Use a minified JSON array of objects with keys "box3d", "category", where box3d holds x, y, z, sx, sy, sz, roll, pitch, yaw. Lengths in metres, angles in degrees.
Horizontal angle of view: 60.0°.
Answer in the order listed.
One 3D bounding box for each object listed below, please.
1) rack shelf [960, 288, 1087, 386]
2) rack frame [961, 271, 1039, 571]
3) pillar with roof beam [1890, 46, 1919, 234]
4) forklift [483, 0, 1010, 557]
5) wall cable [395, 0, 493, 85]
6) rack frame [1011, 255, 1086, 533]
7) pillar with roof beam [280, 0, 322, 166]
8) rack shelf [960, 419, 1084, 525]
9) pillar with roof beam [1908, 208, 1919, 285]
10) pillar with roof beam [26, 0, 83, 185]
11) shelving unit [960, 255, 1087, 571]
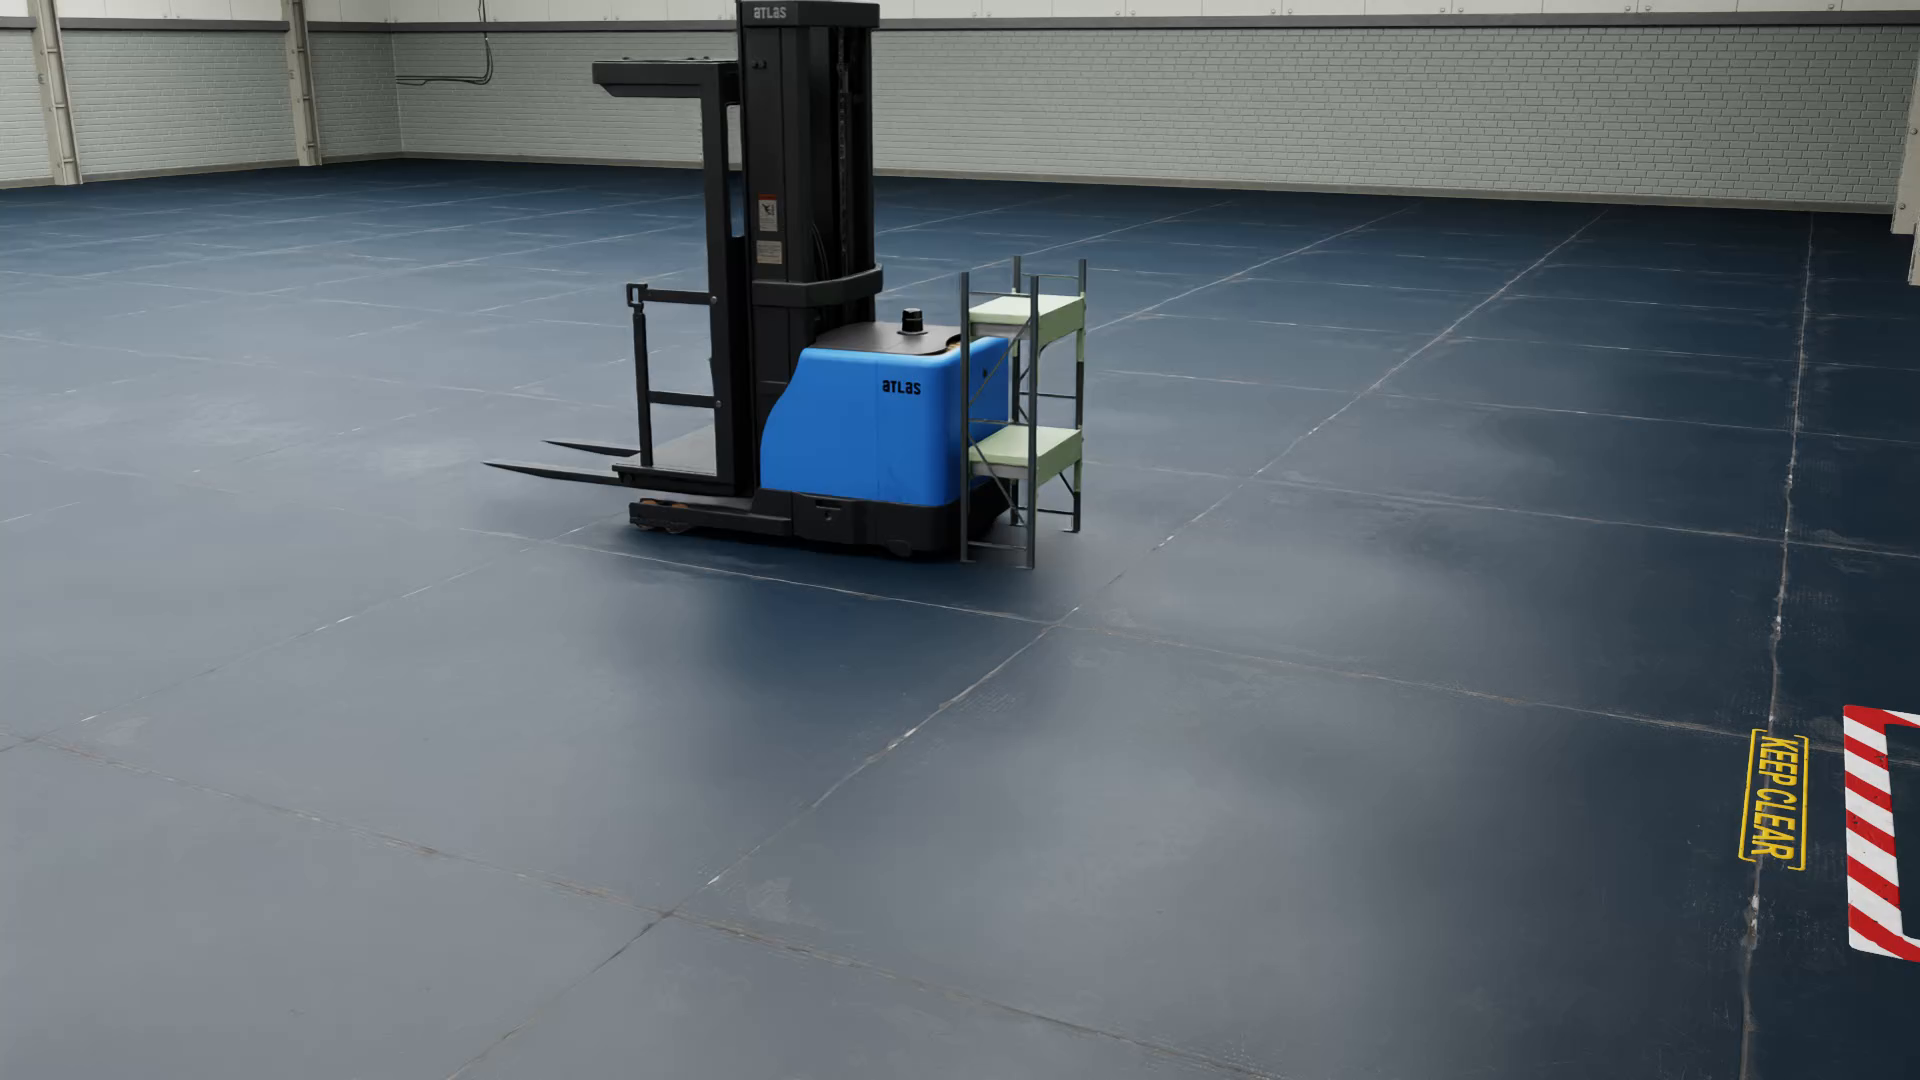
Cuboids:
[{"box3d":[0.334,-1.058,8.580,0.431,0.370,0.720,7,18,22],"category":"rack shelf"},{"box3d":[0.193,-0.587,8.367,0.400,1.500,0.023,7,18,22],"category":"rack frame"},{"box3d":[9.714,-9.285,24.481,9.100,9.000,0.400,8,18,25],"category":"pillar with roof beam"},{"box3d":[-1.283,-1.568,9.157,3.031,2.935,1.130,7,18,22],"category":"forklift"},{"box3d":[-12.115,-11.839,38.532,3.097,2.526,0.112,8,18,25],"category":"wall cable"},{"box3d":[0.474,-0.780,9.015,0.400,1.500,0.023,7,18,22],"category":"rack frame"},{"box3d":[-10.763,-12.197,34.286,9.100,9.000,0.400,8,18,25],"category":"pillar with roof beam"},{"box3d":[0.333,-0.371,8.784,0.431,0.370,0.720,7,18,22],"category":"rack shelf"},{"box3d":[7.033,-7.757,19.336,9.100,9.000,0.400,8,18,25],"category":"pillar with roof beam"},{"box3d":[-13.444,-10.669,29.140,9.100,9.000,0.400,8,18,25],"category":"pillar with roof beam"},{"box3d":[0.334,-0.684,8.691,0.431,1.500,0.755,7,18,22],"category":"shelving unit"}]
